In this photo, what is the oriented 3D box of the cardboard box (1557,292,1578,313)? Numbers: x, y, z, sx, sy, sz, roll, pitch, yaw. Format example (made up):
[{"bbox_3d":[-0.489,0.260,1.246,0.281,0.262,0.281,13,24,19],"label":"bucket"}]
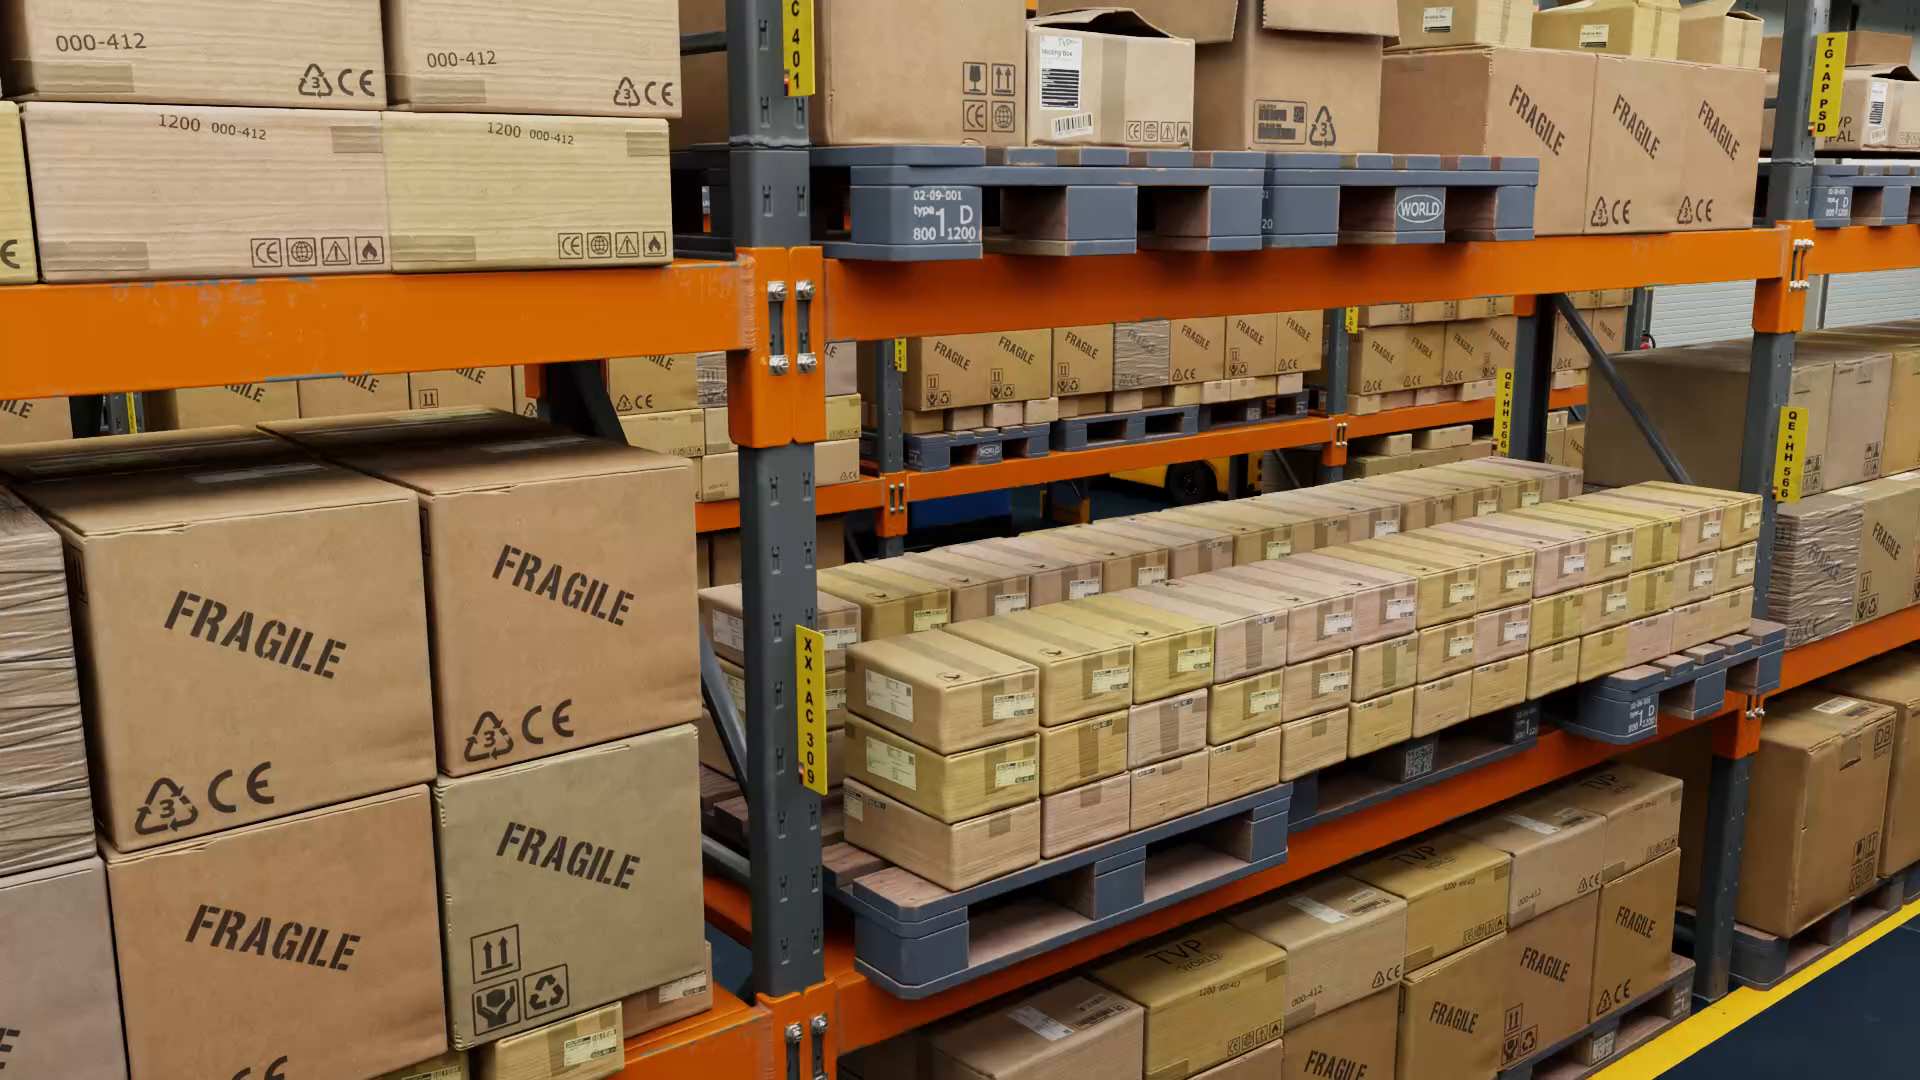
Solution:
[{"bbox_3d":[4.565,-2.112,13.490,0.500,0.500,0.700,-10,15,-38],"label":"cardboard box"}]

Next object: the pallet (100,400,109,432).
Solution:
[{"bbox_3d":[-6.221,-0.917,11.689,1.213,0.211,1.003,-9,15,-38],"label":"pallet"}]

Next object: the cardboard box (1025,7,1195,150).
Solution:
[{"bbox_3d":[0.181,-1.040,3.787,0.500,0.311,0.500,-10,15,-38],"label":"cardboard box"}]

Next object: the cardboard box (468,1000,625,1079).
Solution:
[{"bbox_3d":[-0.848,0.918,3.187,0.250,0.149,0.380,-10,16,-39],"label":"cardboard box"}]

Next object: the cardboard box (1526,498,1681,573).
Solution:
[{"bbox_3d":[1.987,-0.019,5.159,0.250,0.149,0.380,-9,15,-36],"label":"cardboard box"}]

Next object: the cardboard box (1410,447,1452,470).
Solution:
[{"bbox_3d":[3.478,-0.490,13.018,0.500,0.500,0.500,-9,15,-35],"label":"cardboard box"}]

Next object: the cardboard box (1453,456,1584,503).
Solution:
[{"bbox_3d":[2.000,-0.194,5.983,0.250,0.149,0.380,-9,15,-38],"label":"cardboard box"}]

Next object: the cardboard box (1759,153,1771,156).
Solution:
[{"bbox_3d":[3.114,-1.712,6.711,0.500,0.311,0.500,-9,15,-38],"label":"cardboard box"}]

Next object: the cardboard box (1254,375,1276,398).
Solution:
[{"bbox_3d":[1.992,-1.098,11.673,0.250,0.149,0.380,-10,16,-39],"label":"cardboard box"}]

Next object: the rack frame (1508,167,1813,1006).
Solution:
[{"bbox_3d":[2.486,0.150,6.200,0.127,3.000,1.000,-9,15,-38],"label":"rack frame"}]

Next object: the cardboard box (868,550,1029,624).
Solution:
[{"bbox_3d":[-0.034,0.144,4.392,0.250,0.149,0.380,-10,16,-39],"label":"cardboard box"}]

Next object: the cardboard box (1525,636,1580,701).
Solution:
[{"bbox_3d":[1.586,0.339,4.906,0.250,0.149,0.380,-10,16,-40],"label":"cardboard box"}]

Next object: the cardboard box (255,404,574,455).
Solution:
[{"bbox_3d":[-1.142,0.005,3.521,0.500,0.500,0.500,-9,15,-36],"label":"cardboard box"}]

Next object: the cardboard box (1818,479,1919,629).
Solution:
[{"bbox_3d":[3.400,0.020,6.570,0.500,0.500,0.500,-10,15,-38],"label":"cardboard box"}]

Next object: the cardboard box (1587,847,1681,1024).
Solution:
[{"bbox_3d":[2.135,1.295,5.814,0.500,0.500,0.500,-10,15,-38],"label":"cardboard box"}]

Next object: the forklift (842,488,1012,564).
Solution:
[{"bbox_3d":[-1.037,-1.249,12.955,3.031,2.935,1.130,-9,15,-37],"label":"forklift"}]

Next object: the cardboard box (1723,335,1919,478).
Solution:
[{"bbox_3d":[3.636,-0.577,6.977,0.500,0.500,0.700,-10,15,-39],"label":"cardboard box"}]

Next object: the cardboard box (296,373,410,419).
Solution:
[{"bbox_3d":[-2.906,-0.739,7.742,0.500,0.500,0.500,-10,15,-38],"label":"cardboard box"}]

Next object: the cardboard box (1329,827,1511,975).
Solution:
[{"bbox_3d":[1.321,1.063,5.104,0.500,0.250,0.500,-9,15,-36],"label":"cardboard box"}]

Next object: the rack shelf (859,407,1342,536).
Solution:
[{"bbox_3d":[0.876,-0.547,11.216,4.000,0.370,1.077,-9,15,-38],"label":"rack shelf"}]

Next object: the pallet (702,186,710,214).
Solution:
[{"bbox_3d":[-2.027,-1.777,8.507,1.213,0.211,1.003,-9,15,-35],"label":"pallet"}]

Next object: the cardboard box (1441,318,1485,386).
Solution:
[{"bbox_3d":[3.733,-1.497,12.999,0.500,0.500,0.500,-10,15,-38],"label":"cardboard box"}]

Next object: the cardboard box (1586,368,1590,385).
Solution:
[{"bbox_3d":[5.274,-1.421,14.202,0.250,0.149,0.380,-10,15,-38],"label":"cardboard box"}]

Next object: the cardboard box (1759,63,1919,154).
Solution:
[{"bbox_3d":[3.188,-1.586,6.118,0.500,0.311,0.500,-9,15,-38],"label":"cardboard box"}]

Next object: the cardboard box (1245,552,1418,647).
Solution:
[{"bbox_3d":[0.966,0.151,4.356,0.250,0.149,0.380,-9,15,-36],"label":"cardboard box"}]

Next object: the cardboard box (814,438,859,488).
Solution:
[{"bbox_3d":[-0.918,-0.458,9.427,0.500,0.250,0.500,-10,16,-40],"label":"cardboard box"}]

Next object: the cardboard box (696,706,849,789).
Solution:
[{"bbox_3d":[-0.451,0.503,4.132,0.250,0.149,0.380,-10,15,-39],"label":"cardboard box"}]

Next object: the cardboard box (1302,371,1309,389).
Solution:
[{"bbox_3d":[2.630,-1.451,12.783,0.500,0.500,0.500,-10,16,-39],"label":"cardboard box"}]

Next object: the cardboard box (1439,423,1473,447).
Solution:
[{"bbox_3d":[3.811,-0.845,13.127,0.250,0.149,0.380,-8,15,-34],"label":"cardboard box"}]

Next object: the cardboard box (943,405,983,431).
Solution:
[{"bbox_3d":[-0.074,-0.765,10.105,0.250,0.149,0.380,-11,16,-41],"label":"cardboard box"}]

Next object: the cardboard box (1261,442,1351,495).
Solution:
[{"bbox_3d":[2.732,-0.506,13.094,0.500,0.500,0.500,-10,15,-38],"label":"cardboard box"}]

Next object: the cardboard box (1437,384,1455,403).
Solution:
[{"bbox_3d":[3.641,-1.171,13.028,0.250,0.149,0.380,-10,15,-38],"label":"cardboard box"}]

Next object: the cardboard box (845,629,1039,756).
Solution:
[{"bbox_3d":[-0.043,0.319,3.565,0.250,0.149,0.380,-8,15,-35],"label":"cardboard box"}]

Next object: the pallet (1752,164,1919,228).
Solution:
[{"bbox_3d":[2.955,-1.317,6.342,1.003,0.211,1.213,-9,15,-35],"label":"pallet"}]

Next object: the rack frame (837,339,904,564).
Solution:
[{"bbox_3d":[-0.686,-0.640,9.919,0.127,3.000,1.000,-9,15,-38],"label":"rack frame"}]

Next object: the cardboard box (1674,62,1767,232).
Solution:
[{"bbox_3d":[2.199,-1.251,5.335,0.500,0.500,0.500,-9,15,-38],"label":"cardboard box"}]

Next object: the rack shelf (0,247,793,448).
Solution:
[{"bbox_3d":[-2.199,-0.187,2.296,4.000,0.370,1.077,-9,15,-38],"label":"rack shelf"}]

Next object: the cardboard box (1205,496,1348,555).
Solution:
[{"bbox_3d":[0.979,-0.024,5.181,0.250,0.149,0.380,-9,15,-36],"label":"cardboard box"}]

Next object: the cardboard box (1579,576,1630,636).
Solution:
[{"bbox_3d":[1.778,0.162,5.022,0.250,0.149,0.380,-9,15,-38],"label":"cardboard box"}]

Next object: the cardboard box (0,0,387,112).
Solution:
[{"bbox_3d":[-1.253,-0.802,2.622,0.500,0.250,0.500,-10,16,-40],"label":"cardboard box"}]

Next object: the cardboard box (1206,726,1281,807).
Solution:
[{"bbox_3d":[0.564,0.509,4.103,0.250,0.149,0.380,-9,15,-37],"label":"cardboard box"}]

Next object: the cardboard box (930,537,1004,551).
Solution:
[{"bbox_3d":[0.333,0.272,10.943,0.625,0.372,0.950,-10,15,-39],"label":"cardboard box"}]

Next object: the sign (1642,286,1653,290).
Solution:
[{"bbox_3d":[5.892,-2.306,14.218,0.005,0.325,0.100,-9,15,-38],"label":"sign"}]

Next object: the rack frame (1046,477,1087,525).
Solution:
[{"bbox_3d":[0.948,-0.890,14.709,0.032,1.500,0.500,-9,15,-37],"label":"rack frame"}]

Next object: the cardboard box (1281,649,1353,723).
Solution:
[{"bbox_3d":[0.771,0.328,4.240,0.250,0.149,0.380,-9,15,-35],"label":"cardboard box"}]

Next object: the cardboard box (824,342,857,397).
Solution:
[{"bbox_3d":[-0.926,-1.068,9.289,0.500,0.500,0.500,-10,16,-39],"label":"cardboard box"}]

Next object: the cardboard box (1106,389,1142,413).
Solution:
[{"bbox_3d":[0.977,-0.936,10.909,0.250,0.149,0.380,-9,15,-36],"label":"cardboard box"}]

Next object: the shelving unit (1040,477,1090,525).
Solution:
[{"bbox_3d":[0.543,-0.823,14.394,1.083,1.500,0.587,-9,15,-37],"label":"shelving unit"}]

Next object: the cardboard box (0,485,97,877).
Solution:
[{"bbox_3d":[-1.645,0.223,2.494,0.500,0.500,0.500,-9,15,-36],"label":"cardboard box"}]

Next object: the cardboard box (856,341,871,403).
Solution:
[{"bbox_3d":[-0.504,-1.143,10.324,0.500,0.500,0.500,-10,16,-39],"label":"cardboard box"}]

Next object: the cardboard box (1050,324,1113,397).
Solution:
[{"bbox_3d":[0.623,-1.199,10.586,0.500,0.500,0.500,-9,15,-37],"label":"cardboard box"}]

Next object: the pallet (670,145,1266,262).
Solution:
[{"bbox_3d":[-0.089,-0.769,3.759,1.003,0.211,1.213,-9,15,-38],"label":"pallet"}]

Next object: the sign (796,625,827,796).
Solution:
[{"bbox_3d":[-0.293,0.333,3.256,0.005,0.325,0.100,-9,15,-38],"label":"sign"}]
